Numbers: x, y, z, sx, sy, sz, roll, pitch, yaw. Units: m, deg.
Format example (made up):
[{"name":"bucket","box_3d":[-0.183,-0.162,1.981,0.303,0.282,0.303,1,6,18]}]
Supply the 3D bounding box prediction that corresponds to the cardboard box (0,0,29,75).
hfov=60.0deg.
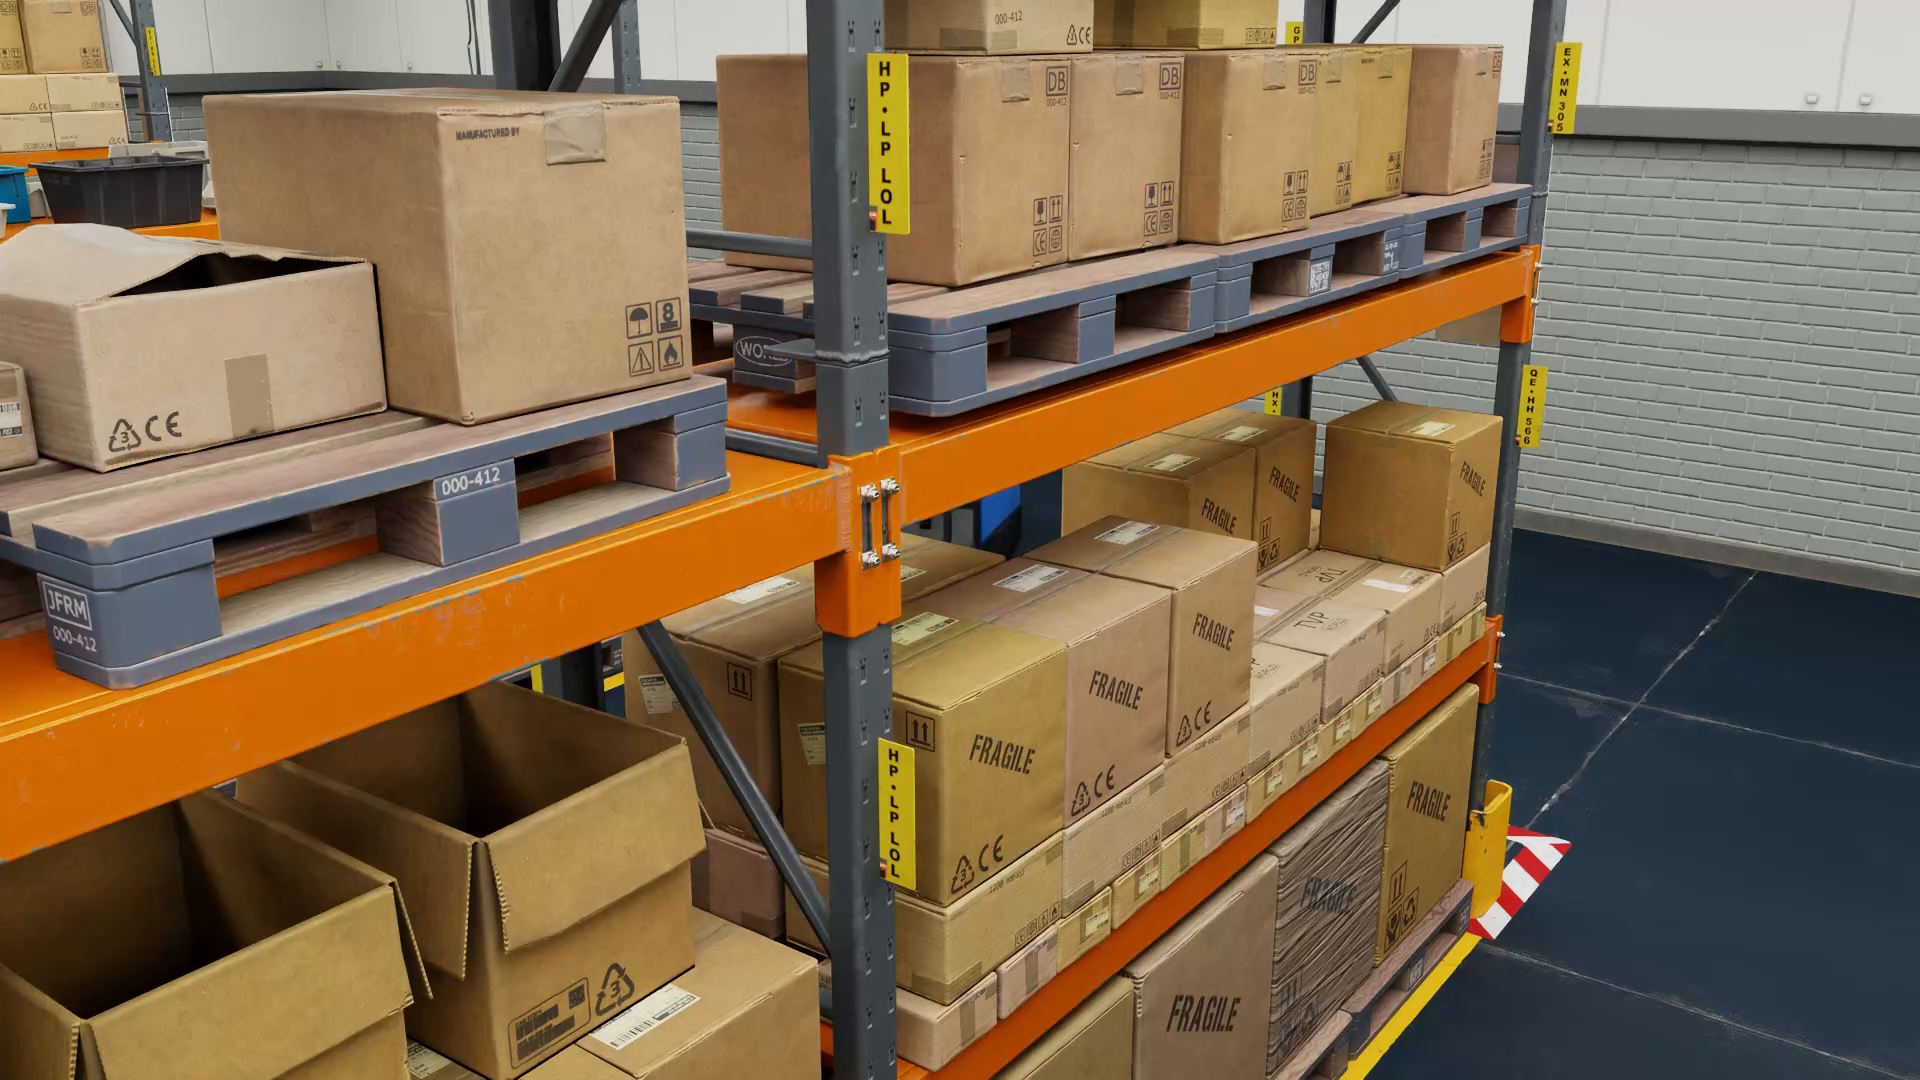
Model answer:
[{"name":"cardboard box","box_3d":[-6.806,-3.433,11.328,0.700,0.500,0.500,12,21,35]}]

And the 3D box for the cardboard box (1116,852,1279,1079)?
[{"name":"cardboard box","box_3d":[0.416,1.456,5.370,0.875,0.875,0.875,12,21,35]}]

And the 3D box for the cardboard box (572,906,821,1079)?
[{"name":"cardboard box","box_3d":[-0.637,1.112,3.438,0.500,0.500,0.500,12,21,35]}]

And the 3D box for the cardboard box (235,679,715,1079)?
[{"name":"cardboard box","box_3d":[-0.951,0.626,3.309,0.797,0.503,0.637,12,21,33]}]

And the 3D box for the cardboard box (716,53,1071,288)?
[{"name":"cardboard box","box_3d":[-0.159,-0.926,4.064,0.700,0.500,0.500,11,20,31]}]

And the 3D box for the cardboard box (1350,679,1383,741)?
[{"name":"cardboard box","box_3d":[1.251,0.553,5.827,0.380,0.149,0.250,12,21,33]}]

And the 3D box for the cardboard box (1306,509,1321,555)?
[{"name":"cardboard box","box_3d":[1.303,0.043,6.798,0.500,0.250,0.500,12,21,33]}]

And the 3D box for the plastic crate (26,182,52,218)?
[{"name":"plastic crate","box_3d":[-4.103,-1.552,7.571,0.293,0.136,0.466,12,21,35]}]

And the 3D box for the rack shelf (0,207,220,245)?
[{"name":"rack shelf","box_3d":[-3.363,-1.441,7.981,1.077,0.370,4.000,12,21,35]}]

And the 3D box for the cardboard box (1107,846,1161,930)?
[{"name":"cardboard box","box_3d":[0.334,0.920,4.648,0.380,0.149,0.250,12,21,33]}]

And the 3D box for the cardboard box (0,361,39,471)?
[{"name":"cardboard box","box_3d":[-1.585,-0.185,2.440,0.380,0.149,0.250,11,21,32]}]

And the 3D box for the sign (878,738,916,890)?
[{"name":"sign","box_3d":[-0.136,0.578,3.505,0.100,0.325,0.005,12,21,35]}]

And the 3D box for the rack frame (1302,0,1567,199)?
[{"name":"rack frame","box_3d":[1.806,-2.818,6.145,1.000,3.000,0.127,12,21,35]}]

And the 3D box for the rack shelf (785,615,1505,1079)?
[{"name":"rack shelf","box_3d":[0.614,0.867,5.607,1.077,0.370,4.000,12,21,35]}]

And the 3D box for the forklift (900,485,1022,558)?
[{"name":"forklift","box_3d":[-0.472,-1.004,10.536,1.130,2.935,3.031,5,18,16]}]

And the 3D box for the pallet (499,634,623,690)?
[{"name":"pallet","box_3d":[-2.694,0.693,9.656,1.003,0.211,1.213,12,21,35]}]

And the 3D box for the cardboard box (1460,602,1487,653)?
[{"name":"cardboard box","box_3d":[1.858,0.310,6.611,0.380,0.149,0.250,13,21,36]}]

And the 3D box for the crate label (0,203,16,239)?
[{"name":"crate label","box_3d":[-4.031,-1.248,6.590,0.293,0.136,0.466,12,21,35]}]

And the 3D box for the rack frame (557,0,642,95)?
[{"name":"rack frame","box_3d":[-2.172,-3.693,8.963,1.000,3.000,0.127,12,21,35]}]

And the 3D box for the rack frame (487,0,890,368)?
[{"name":"rack frame","box_3d":[-0.577,-1.865,3.077,1.000,3.000,0.127,12,21,35]}]

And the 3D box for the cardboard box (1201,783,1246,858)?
[{"name":"cardboard box","box_3d":[0.638,0.799,5.036,0.380,0.149,0.250,13,21,35]}]

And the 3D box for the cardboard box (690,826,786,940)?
[{"name":"cardboard box","box_3d":[-0.525,0.778,4.433,0.500,0.250,0.500,12,21,34]}]

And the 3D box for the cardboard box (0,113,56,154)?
[{"name":"cardboard box","box_3d":[-6.549,-2.779,11.331,0.500,0.250,0.500,12,21,35]}]

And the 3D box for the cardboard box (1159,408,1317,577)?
[{"name":"cardboard box","box_3d":[1.005,-0.196,6.304,0.500,0.500,0.500,12,21,33]}]

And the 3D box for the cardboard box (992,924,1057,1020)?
[{"name":"cardboard box","box_3d":[0.023,1.045,4.243,0.380,0.149,0.250,12,21,33]}]

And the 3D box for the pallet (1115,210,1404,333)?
[{"name":"pallet","box_3d":[0.646,-0.873,5.088,1.003,0.211,1.213,12,21,35]}]

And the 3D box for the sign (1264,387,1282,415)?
[{"name":"sign","box_3d":[1.364,-0.504,7.215,0.100,0.325,0.005,12,21,35]}]

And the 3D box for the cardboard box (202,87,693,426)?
[{"name":"cardboard box","box_3d":[-0.915,-0.541,2.994,0.700,0.500,0.500,13,22,36]}]

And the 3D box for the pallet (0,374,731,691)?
[{"name":"pallet","box_3d":[-1.084,-0.114,2.819,0.805,0.209,1.217,11,21,33]}]

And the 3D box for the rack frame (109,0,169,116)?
[{"name":"rack frame","box_3d":[-6.148,-4.569,11.785,1.000,3.000,0.127,12,21,35]}]

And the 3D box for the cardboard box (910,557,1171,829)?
[{"name":"cardboard box","box_3d":[0.213,0.386,4.429,0.500,0.500,0.500,12,21,35]}]

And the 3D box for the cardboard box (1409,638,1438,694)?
[{"name":"cardboard box","box_3d":[1.554,0.432,6.218,0.380,0.149,0.250,12,21,35]}]

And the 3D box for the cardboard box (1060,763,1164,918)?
[{"name":"cardboard box","box_3d":[0.213,0.746,4.535,0.500,0.250,0.500,12,21,34]}]

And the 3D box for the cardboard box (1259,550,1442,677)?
[{"name":"cardboard box","box_3d":[1.428,0.260,6.101,0.500,0.250,0.500,12,21,34]}]

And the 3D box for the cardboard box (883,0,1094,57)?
[{"name":"cardboard box","box_3d":[-0.012,-1.310,4.036,0.500,0.250,0.500,11,20,31]}]

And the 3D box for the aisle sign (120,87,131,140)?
[{"name":"aisle sign","box_3d":[-6.343,-3.014,12.508,0.394,0.787,0.004,12,21,35]}]

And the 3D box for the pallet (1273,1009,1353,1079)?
[{"name":"pallet","box_3d":[0.665,1.872,5.859,1.003,0.211,1.213,12,21,35]}]

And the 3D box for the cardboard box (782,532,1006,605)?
[{"name":"cardboard box","box_3d":[-0.216,0.296,4.720,0.500,0.500,0.500,13,21,35]}]

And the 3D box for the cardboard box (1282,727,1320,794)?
[{"name":"cardboard box","box_3d":[0.947,0.674,5.439,0.380,0.149,0.250,13,21,36]}]

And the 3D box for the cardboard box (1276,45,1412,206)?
[{"name":"cardboard box","box_3d":[1.107,-1.436,5.706,0.700,0.500,0.500,12,21,33]}]

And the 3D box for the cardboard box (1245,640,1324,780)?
[{"name":"cardboard box","box_3d":[0.818,0.506,5.309,0.500,0.250,0.500,12,21,35]}]

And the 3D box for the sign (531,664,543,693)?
[{"name":"sign","box_3d":[-1.024,0.451,4.141,0.100,0.325,0.005,12,21,35]}]

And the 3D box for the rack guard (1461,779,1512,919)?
[{"name":"rack guard","box_3d":[1.820,1.235,7.424,1.175,0.500,0.348,12,21,35]}]

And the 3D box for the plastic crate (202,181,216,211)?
[{"name":"plastic crate","box_3d":[-3.204,-1.599,7.721,0.437,0.136,0.530,12,21,35]}]

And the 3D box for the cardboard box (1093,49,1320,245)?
[{"name":"cardboard box","box_3d":[0.590,-1.153,4.794,0.700,0.500,0.500,14,22,37]}]

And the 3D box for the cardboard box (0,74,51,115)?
[{"name":"cardboard box","box_3d":[-6.547,-3.017,11.255,0.500,0.250,0.500,12,21,35]}]

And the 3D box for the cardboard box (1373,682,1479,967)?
[{"name":"cardboard box","box_3d":[1.489,1.028,6.751,0.875,0.875,0.875,12,21,35]}]

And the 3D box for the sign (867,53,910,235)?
[{"name":"sign","box_3d":[-0.136,-0.736,3.097,0.100,0.325,0.005,12,21,35]}]

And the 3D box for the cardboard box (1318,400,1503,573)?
[{"name":"cardboard box","box_3d":[1.727,-0.219,6.378,0.500,0.500,0.500,13,21,35]}]

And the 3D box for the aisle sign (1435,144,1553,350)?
[{"name":"aisle sign","box_3d":[2.090,-1.159,6.534,0.394,0.787,0.004,12,21,35]}]
